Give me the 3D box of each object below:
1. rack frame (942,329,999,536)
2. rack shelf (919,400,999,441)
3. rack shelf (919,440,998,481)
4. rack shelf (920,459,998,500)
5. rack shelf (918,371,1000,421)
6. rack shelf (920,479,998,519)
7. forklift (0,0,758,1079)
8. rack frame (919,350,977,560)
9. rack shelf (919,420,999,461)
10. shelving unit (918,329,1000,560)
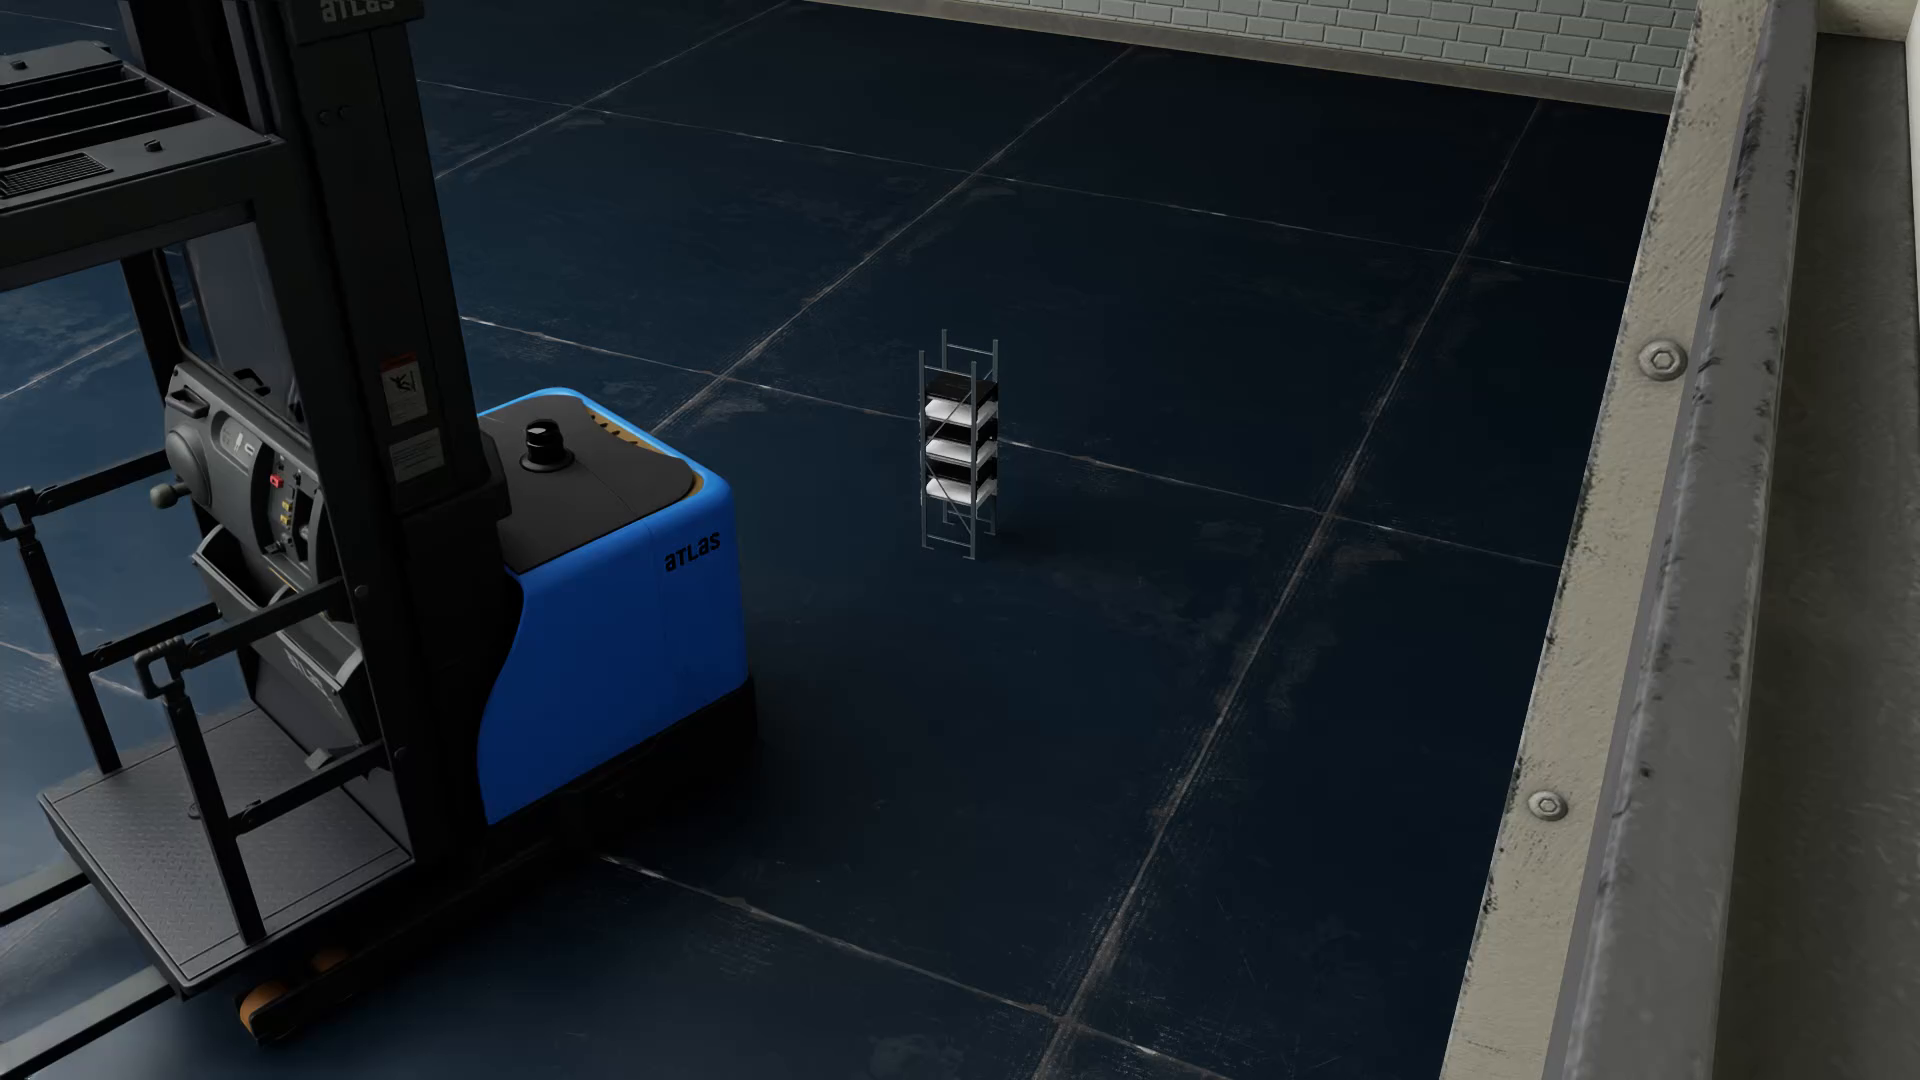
[{"bbox_3d":[0.039,-0.423,6.724,0.240,0.900,0.006,14,36,20],"label":"rack frame"},{"bbox_3d":[-0.003,-0.495,6.566,0.258,0.077,0.200,14,36,20],"label":"rack shelf"},{"bbox_3d":[-0.003,-0.344,6.665,0.258,0.077,0.200,14,36,20],"label":"rack shelf"},{"bbox_3d":[-0.003,-0.269,6.714,0.258,0.077,0.200,14,36,20],"label":"rack shelf"},{"bbox_3d":[-0.003,-0.570,6.517,0.258,0.077,0.200,14,36,20],"label":"rack shelf"},{"bbox_3d":[-0.003,-0.194,6.764,0.258,0.077,0.200,14,36,20],"label":"rack shelf"},{"bbox_3d":[-2.102,-0.126,4.418,3.031,2.935,1.130,-28,43,-36],"label":"forklift"},{"bbox_3d":[-0.046,-0.322,6.570,0.240,0.900,0.006,14,36,20],"label":"rack frame"},{"bbox_3d":[-0.003,-0.420,6.616,0.258,0.077,0.200,14,36,20],"label":"rack shelf"},{"bbox_3d":[-0.003,-0.372,6.647,0.258,0.900,0.210,14,36,20],"label":"shelving unit"}]
